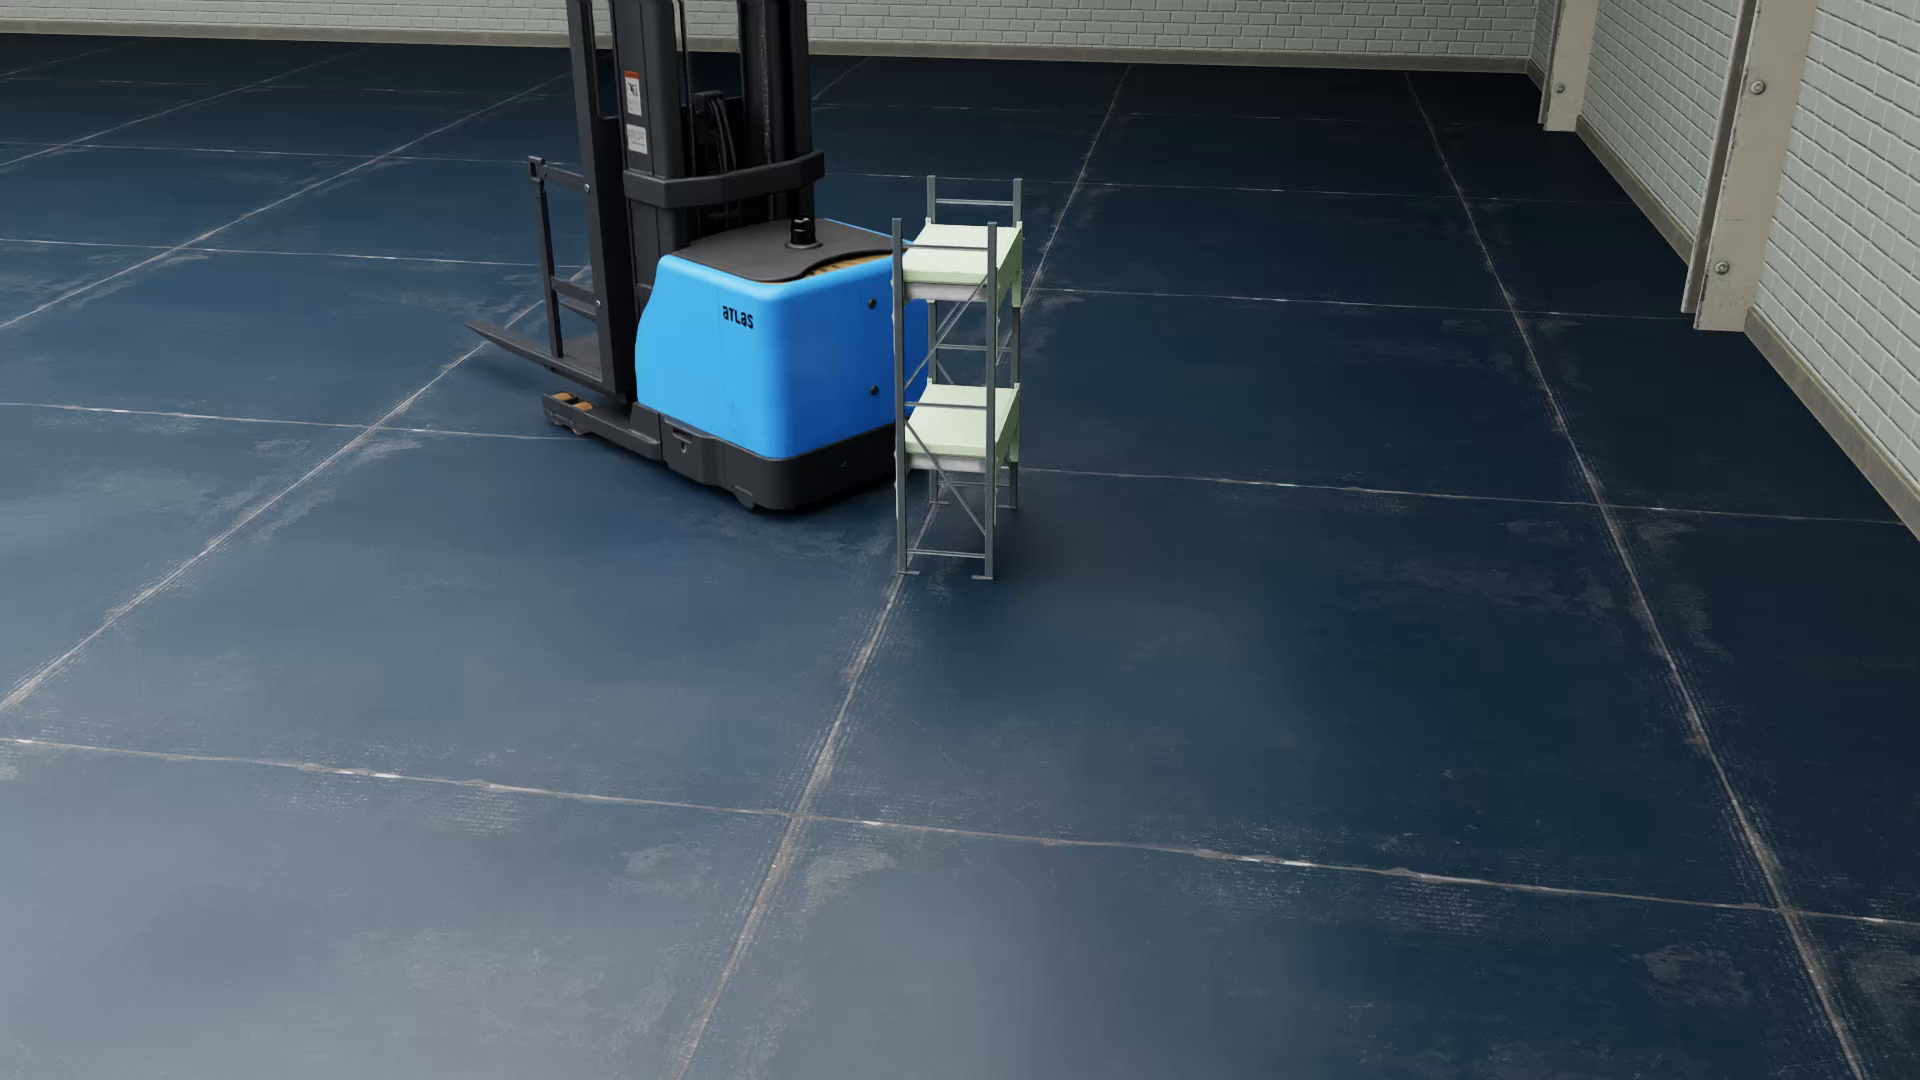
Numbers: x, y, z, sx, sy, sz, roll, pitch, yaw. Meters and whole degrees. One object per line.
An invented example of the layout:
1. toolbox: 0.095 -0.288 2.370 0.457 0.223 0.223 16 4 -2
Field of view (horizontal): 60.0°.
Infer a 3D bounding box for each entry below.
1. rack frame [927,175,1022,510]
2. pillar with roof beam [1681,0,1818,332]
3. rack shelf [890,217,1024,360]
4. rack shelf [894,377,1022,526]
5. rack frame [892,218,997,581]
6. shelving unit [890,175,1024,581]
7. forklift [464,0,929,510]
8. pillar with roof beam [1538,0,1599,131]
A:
1. rack frame: 0.061 -0.835 7.265 0.400 1.500 0.023 4 25 9
2. pillar with roof beam: 0.333 -5.706 8.825 9.100 9.000 0.400 4 25 9
3. rack shelf: 0.001 -1.036 6.773 0.431 0.370 0.720 4 25 9
4. rack shelf: 0.001 -0.387 7.076 0.431 0.370 0.720 4 25 9
5. rack frame: -0.059 -0.529 6.611 0.400 1.500 0.023 4 25 9
6. shelving unit: 0.001 -0.682 6.938 0.431 1.500 0.755 4 25 9
7. forklift: -1.486 -1.990 8.043 1.130 2.935 3.031 -23 33 -39
8. pillar with roof beam: 1.314 -8.215 14.186 9.100 9.000 0.400 4 25 9
